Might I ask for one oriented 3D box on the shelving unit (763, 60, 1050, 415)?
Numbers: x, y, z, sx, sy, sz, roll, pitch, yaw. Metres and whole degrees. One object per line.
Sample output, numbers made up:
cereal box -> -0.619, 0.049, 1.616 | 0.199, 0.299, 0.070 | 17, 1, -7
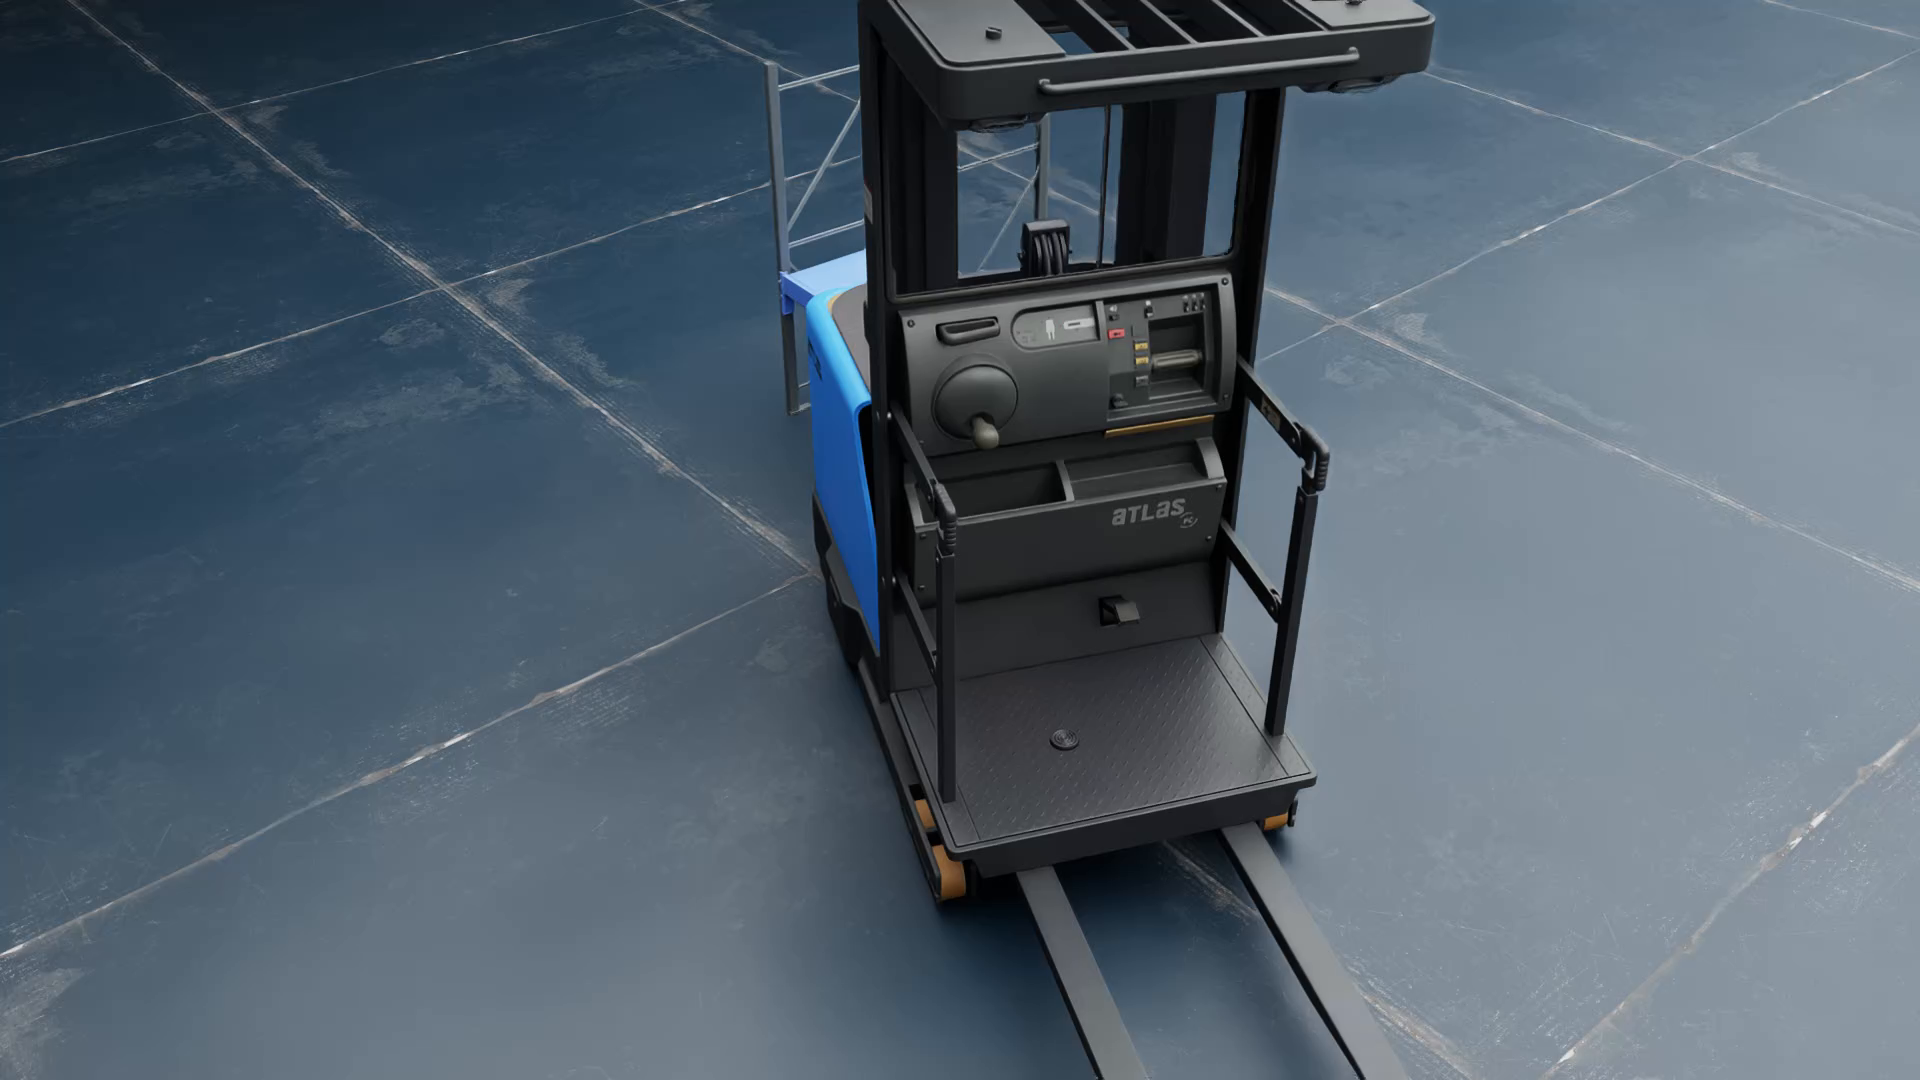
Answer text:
shelving unit -> -0.209, -1.002, 6.368 | 0.538, 1.500, 1.048 | -24, 42, -30

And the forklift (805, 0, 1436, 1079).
forklift -> 0.364, -0.416, 4.302 | 1.130, 2.935, 3.031 | -9, 36, -13

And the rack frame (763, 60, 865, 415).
rack frame -> -0.523, -1.233, 6.694 | 0.500, 1.500, 0.032 | -24, 42, -30

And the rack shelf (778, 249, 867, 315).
rack shelf -> -0.209, -0.856, 6.472 | 0.538, 0.185, 1.000 | -24, 42, -30

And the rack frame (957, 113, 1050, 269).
rack frame -> 0.105, -0.771, 6.042 | 0.500, 1.500, 0.032 | -24, 42, -30
